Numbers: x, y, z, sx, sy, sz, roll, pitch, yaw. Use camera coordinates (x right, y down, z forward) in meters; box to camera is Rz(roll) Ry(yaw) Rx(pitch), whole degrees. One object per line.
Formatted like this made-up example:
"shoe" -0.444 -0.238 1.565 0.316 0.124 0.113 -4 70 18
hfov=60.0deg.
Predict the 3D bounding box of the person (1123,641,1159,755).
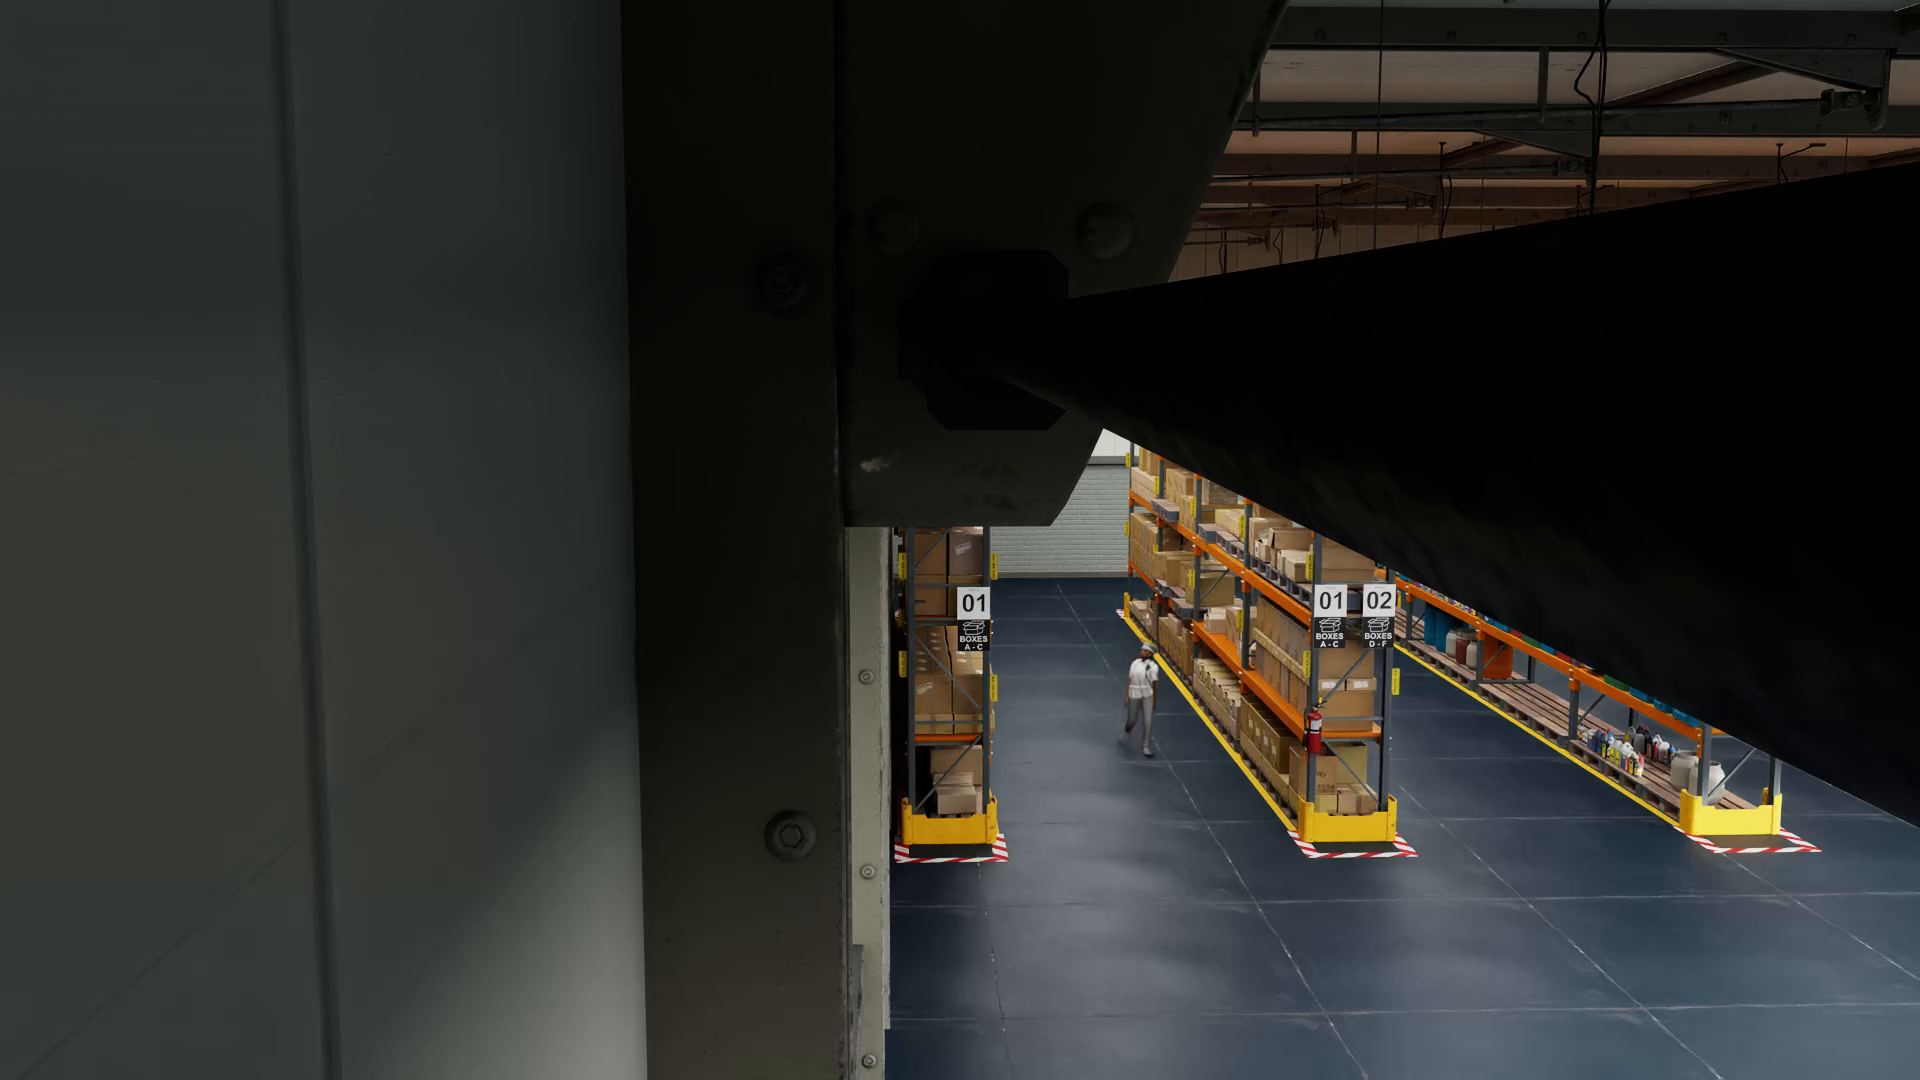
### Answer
"person" 2.694 2.329 24.810 0.512 1.651 0.665 -1 7 -5

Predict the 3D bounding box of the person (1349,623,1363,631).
"person" 7.722 1.324 32.223 0.532 1.763 0.898 2 8 14
